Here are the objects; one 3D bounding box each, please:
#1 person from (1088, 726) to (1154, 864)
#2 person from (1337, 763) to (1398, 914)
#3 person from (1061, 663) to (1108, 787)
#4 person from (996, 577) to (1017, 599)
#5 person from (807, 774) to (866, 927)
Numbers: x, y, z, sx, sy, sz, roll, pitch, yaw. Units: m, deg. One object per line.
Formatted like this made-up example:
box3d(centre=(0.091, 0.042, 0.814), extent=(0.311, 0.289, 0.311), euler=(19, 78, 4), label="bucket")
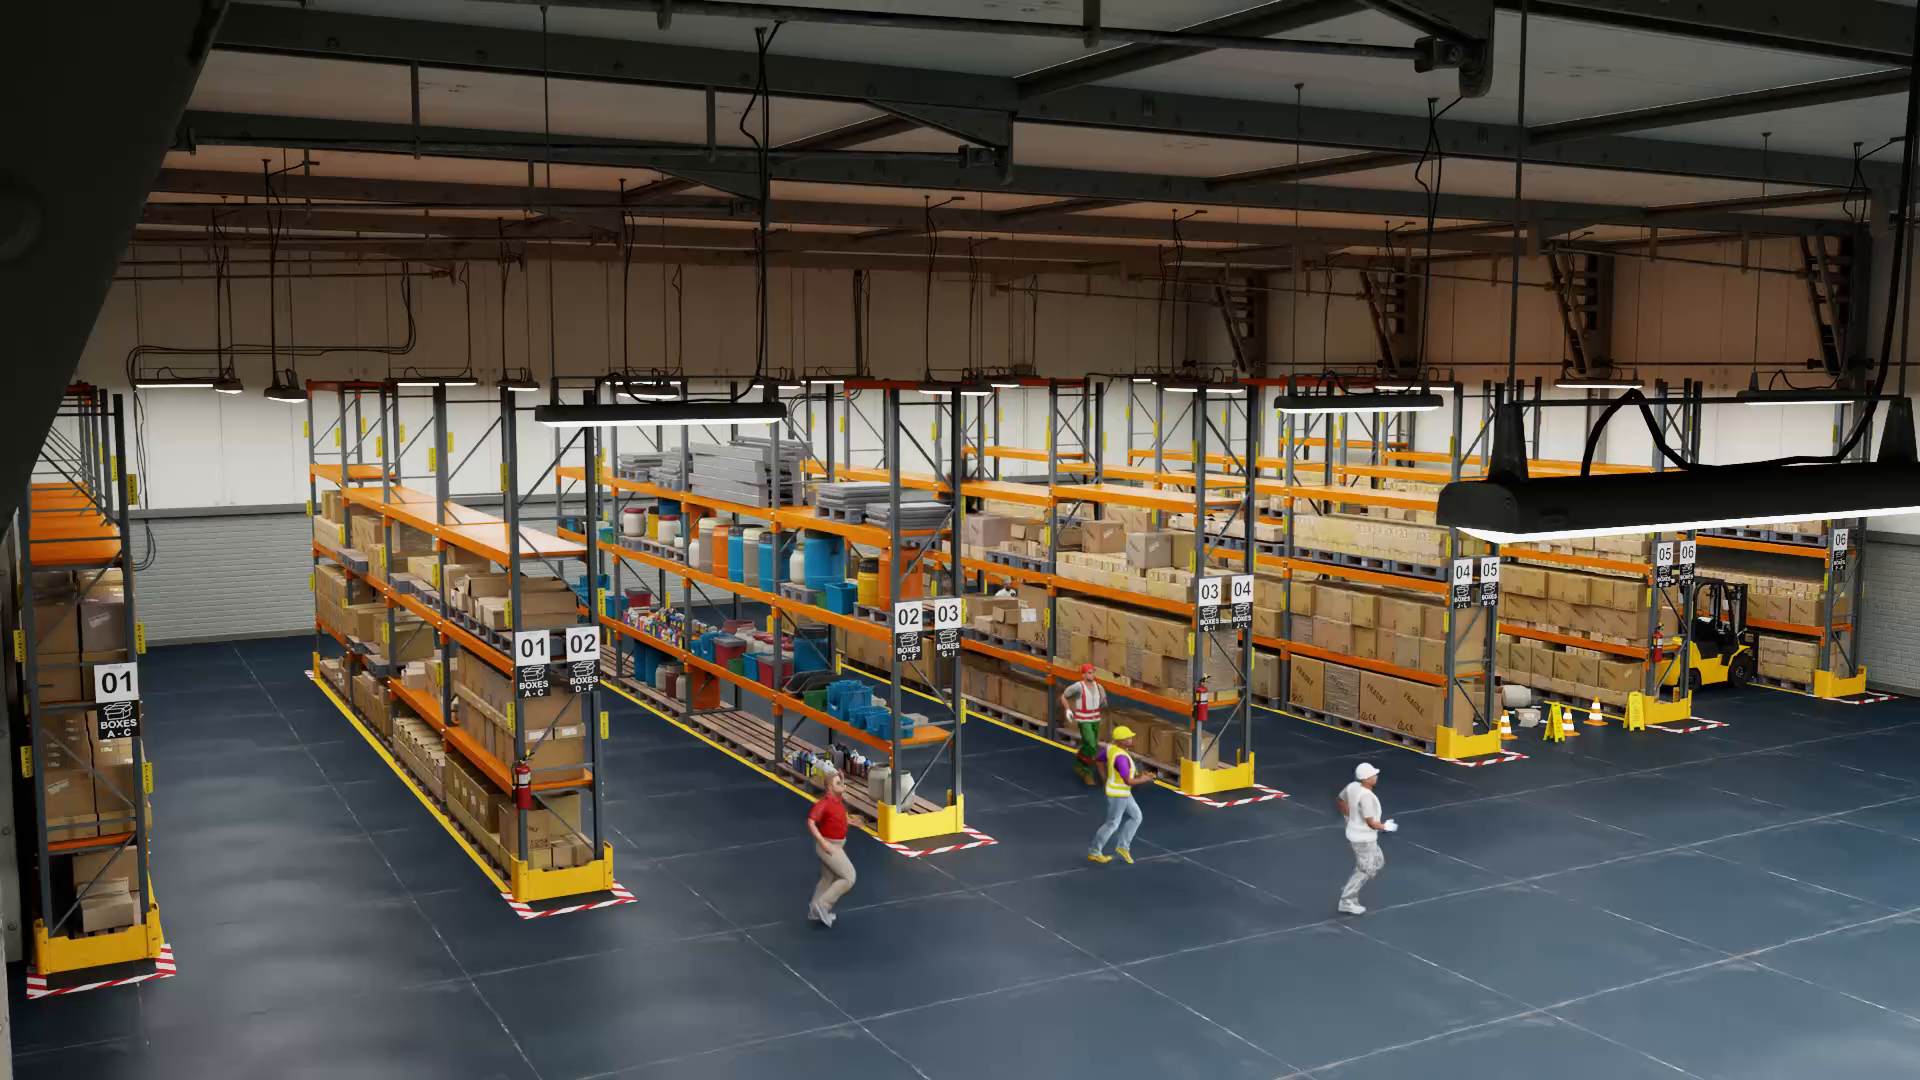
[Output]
box3d(centre=(2.023, 3.233, 20.959), extent=(0.823, 1.803, 0.668), euler=(0, 6, 1), label="person")
box3d(centre=(4.685, 3.421, 19.129), extent=(0.644, 1.755, 0.706), euler=(0, 6, 1), label="person")
box3d(centre=(1.926, 2.774, 25.103), extent=(0.643, 1.846, 0.774), euler=(-4, 8, -36), label="person")
box3d(centre=(1.035, 1.637, 36.482), extent=(0.572, 1.674, 0.597), euler=(-3, 7, -28), label="person")
box3d(centre=(-1.400, 3.492, 18.816), extent=(0.655, 1.719, 0.636), euler=(0, 6, 0), label="person")
